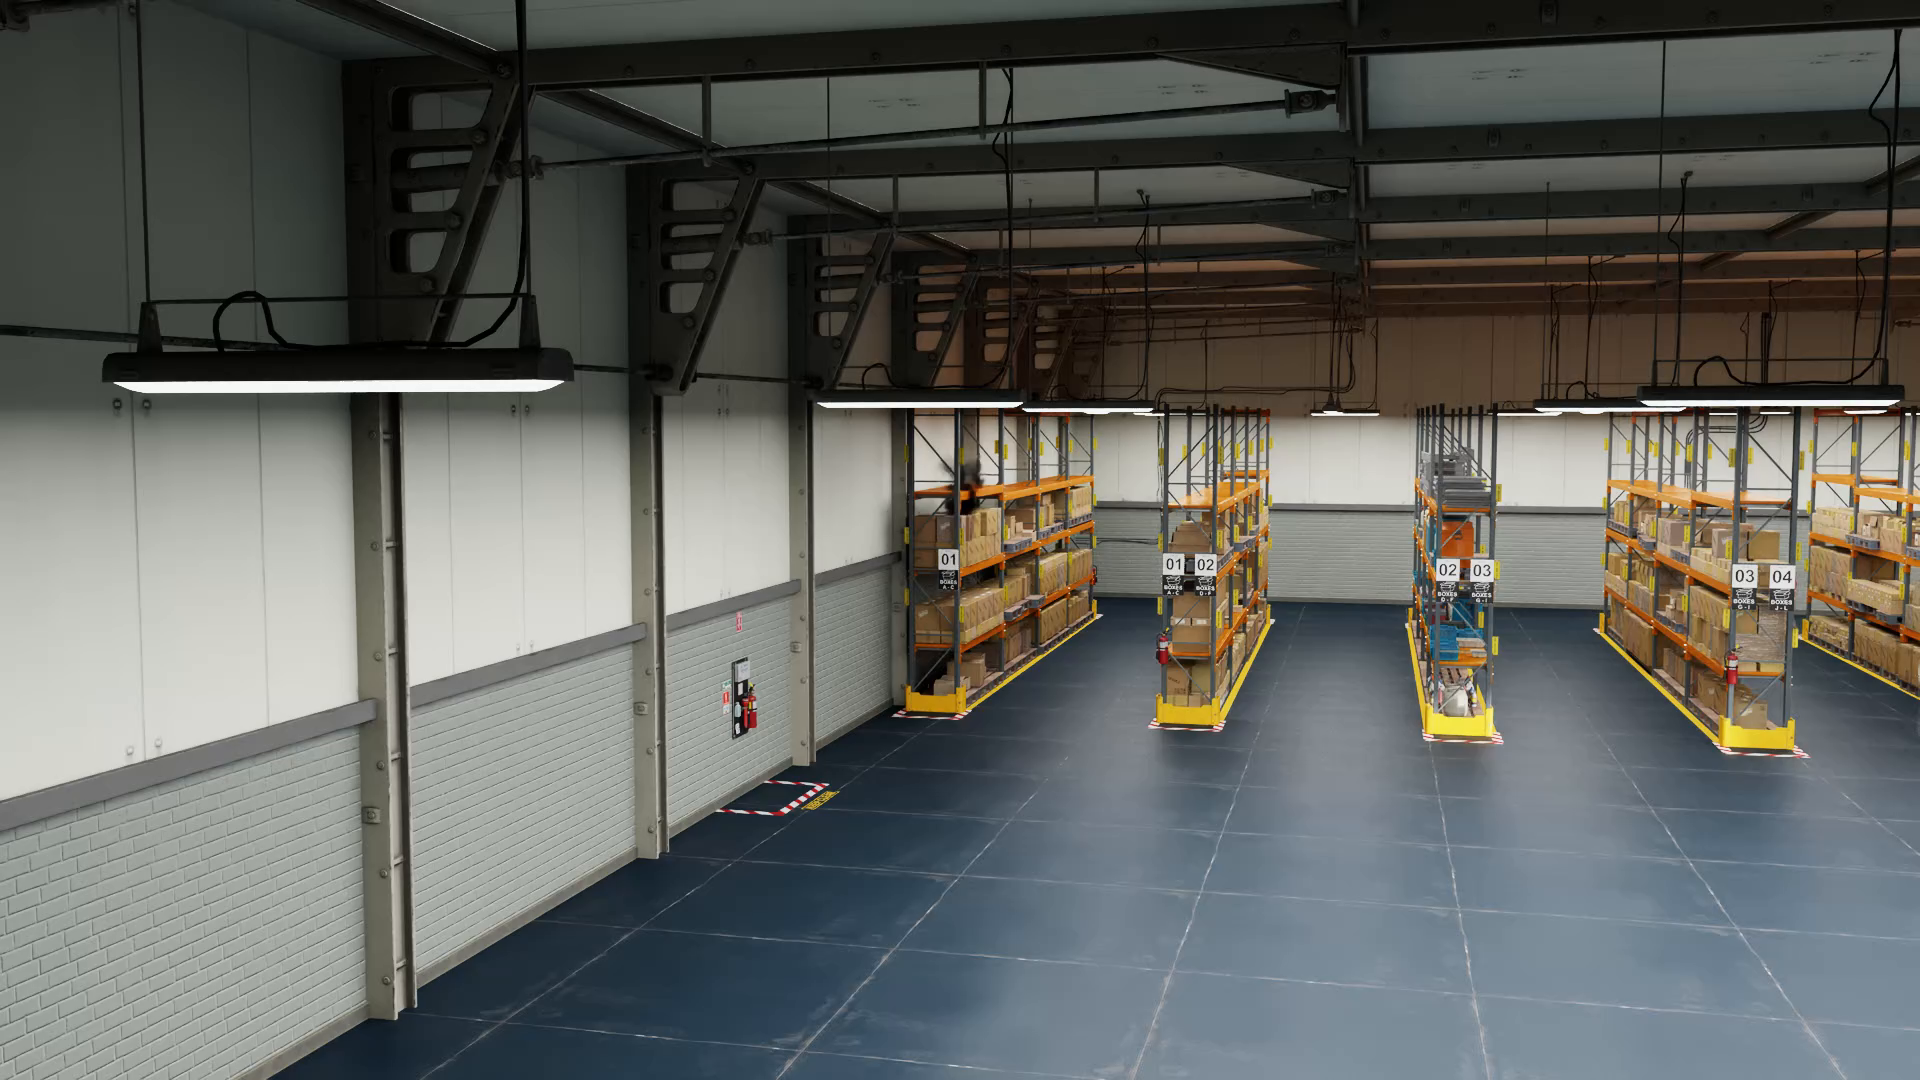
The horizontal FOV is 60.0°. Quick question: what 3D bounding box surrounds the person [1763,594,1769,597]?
[{"bbox_3d":[20.581,1.726,42.644,0.782,1.747,1.024,2,4,20],"label":"person"}]
